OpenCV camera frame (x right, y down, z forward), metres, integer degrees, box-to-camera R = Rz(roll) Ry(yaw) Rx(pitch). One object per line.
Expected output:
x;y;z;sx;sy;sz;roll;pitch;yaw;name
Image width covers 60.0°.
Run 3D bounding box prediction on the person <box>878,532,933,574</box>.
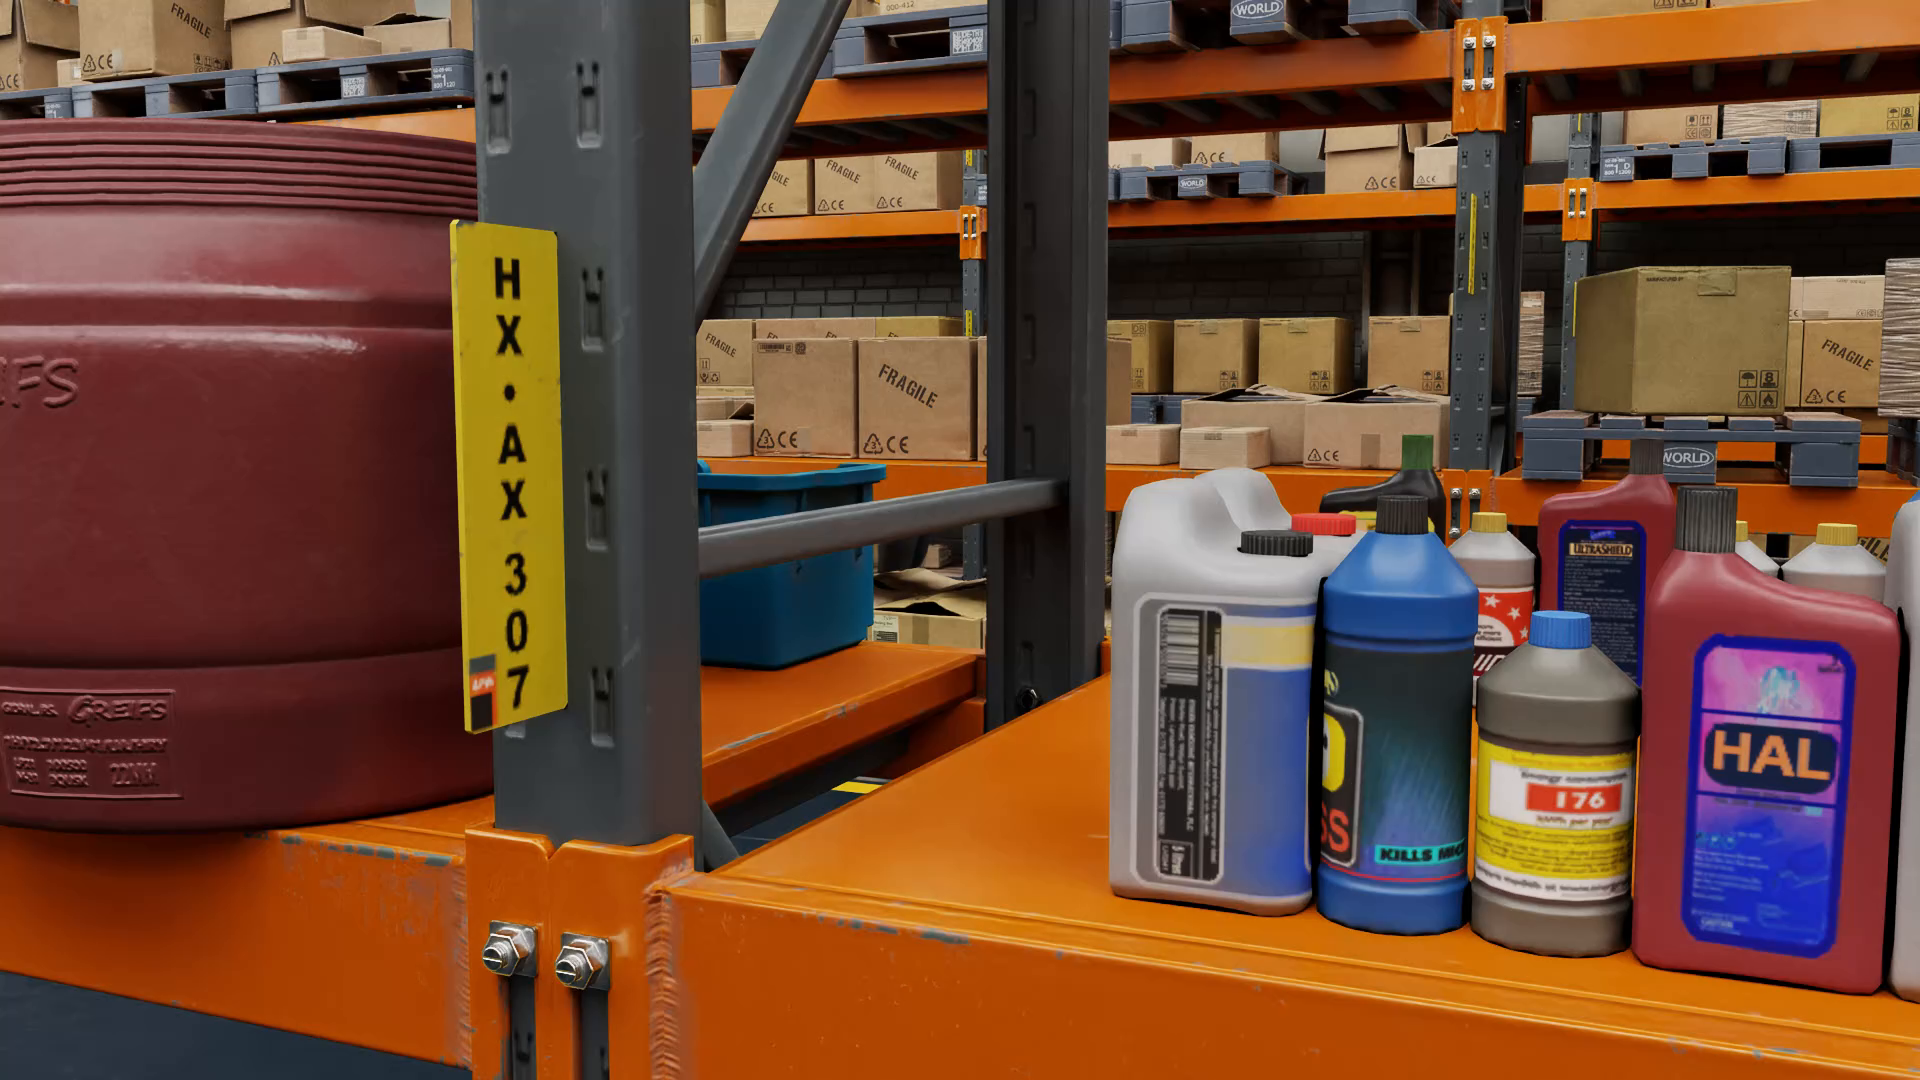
-0.388;-0.113;9.484;0.500;1.655;0.449;3;6;24;person
